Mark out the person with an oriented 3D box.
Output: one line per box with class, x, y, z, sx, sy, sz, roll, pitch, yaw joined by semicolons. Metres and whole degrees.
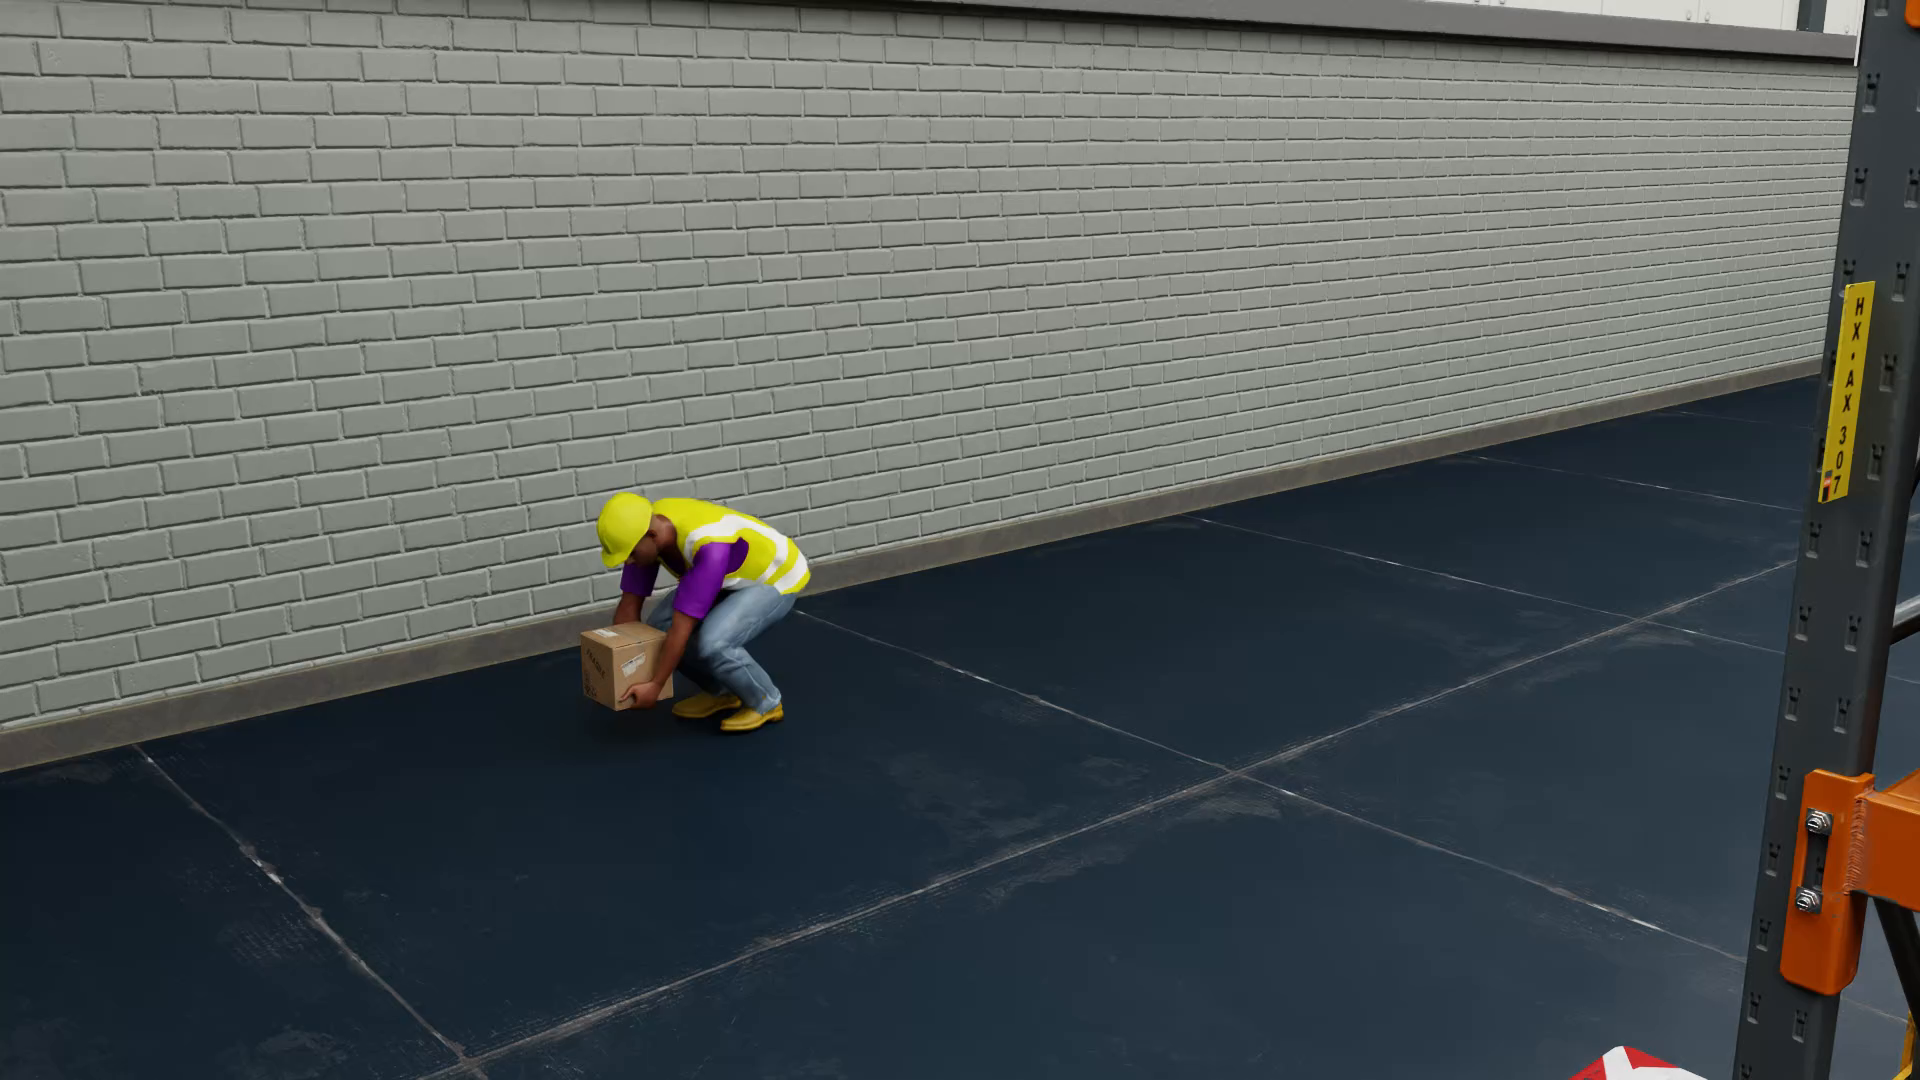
person;-1.002;0.257;6.502;0.914;1.009;0.534;-13;19;-41
